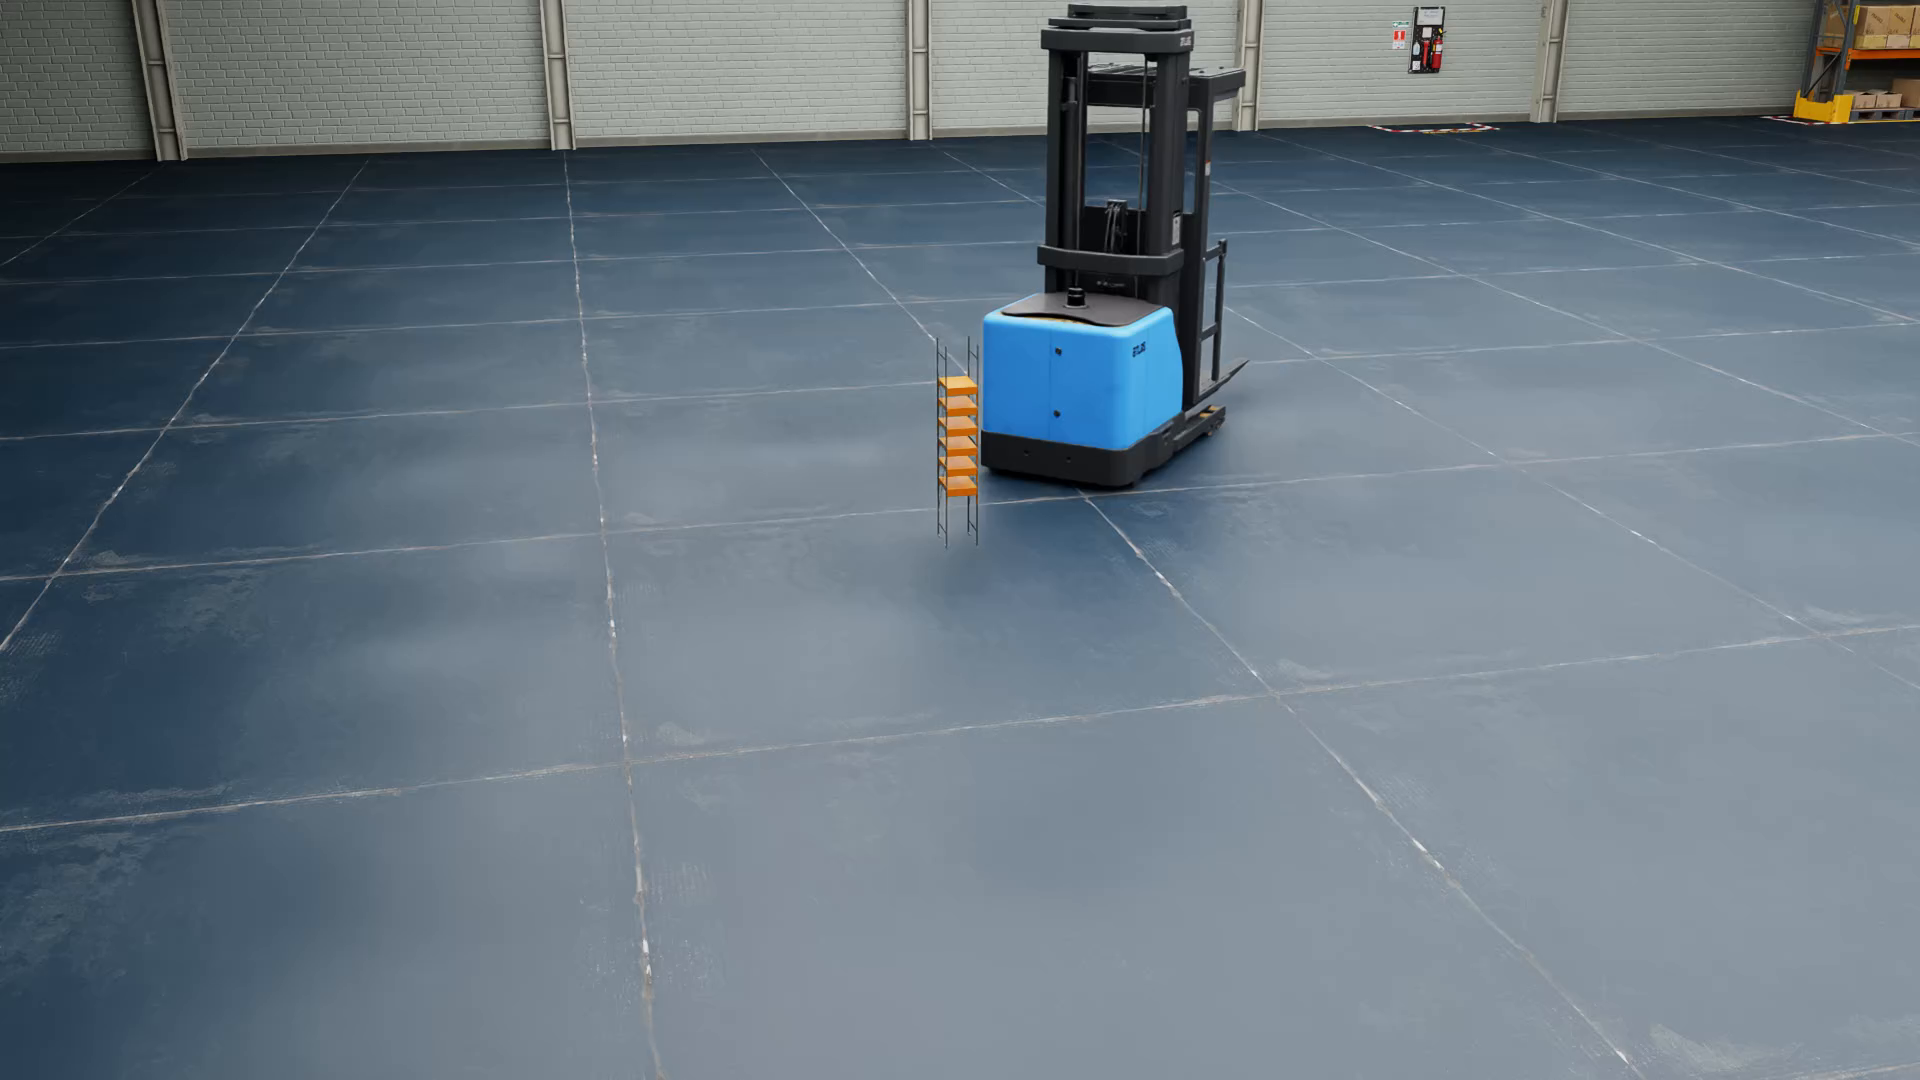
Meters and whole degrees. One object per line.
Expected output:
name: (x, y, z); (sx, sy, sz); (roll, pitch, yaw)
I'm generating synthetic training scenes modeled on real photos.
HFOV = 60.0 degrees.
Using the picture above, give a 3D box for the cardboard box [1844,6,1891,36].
cardboard box: (16.867, -9.651, 30.899); (0.500, 0.500, 0.500); (-5, 21, -12)

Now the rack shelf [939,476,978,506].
rack shelf: (-0.014, -0.295, 9.703); (0.180, 0.103, 0.258); (-5, 21, -12)

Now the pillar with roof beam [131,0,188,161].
pillar with roof beam: (-11.389, -8.769, 20.671); (0.400, 9.000, 9.100); (-5, 21, -12)

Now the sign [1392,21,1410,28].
sign: (8.007, -9.364, 30.194); (0.331, 0.109, 0.001); (-5, 21, -12)

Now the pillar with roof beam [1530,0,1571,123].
pillar with roof beam: (11.967, -10.669, 25.857); (0.400, 9.000, 9.100); (-5, 21, -12)

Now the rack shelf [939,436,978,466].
rack shelf: (-0.014, -0.521, 9.620); (0.180, 0.103, 0.258); (-5, 21, -12)

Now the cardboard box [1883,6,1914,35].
cardboard box: (17.350, -9.687, 30.997); (0.500, 0.500, 0.500); (-5, 21, -12)

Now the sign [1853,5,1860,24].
sign: (16.458, -9.648, 30.533); (0.005, 0.325, 0.100); (-5, 21, -12)

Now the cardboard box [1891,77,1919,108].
cardboard box: (18.307, -8.567, 31.835); (0.500, 0.500, 0.700); (-6, 21, -16)

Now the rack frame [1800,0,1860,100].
rack frame: (16.333, -9.423, 31.177); (0.127, 3.000, 1.000); (-5, 21, -12)

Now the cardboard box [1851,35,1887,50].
cardboard box: (16.881, -9.294, 31.015); (0.500, 0.250, 0.500); (-5, 21, -14)

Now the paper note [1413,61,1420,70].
paper note: (8.374, -8.706, 30.500); (0.142, 0.148, 0.016); (-5, 21, -12)

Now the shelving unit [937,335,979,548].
shelving unit: (-0.014, -0.562, 9.605); (0.189, 1.200, 0.258); (-5, 21, -12)

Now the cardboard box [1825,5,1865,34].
cardboard box: (16.743, -9.822, 31.367); (0.500, 0.500, 0.500); (-5, 21, -13)

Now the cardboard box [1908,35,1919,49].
cardboard box: (17.880, -9.378, 31.245); (0.500, 0.250, 0.500); (-5, 21, -13)

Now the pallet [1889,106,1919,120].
pallet: (18.391, -8.267, 32.077); (1.213, 0.211, 1.003); (-5, 21, -12)

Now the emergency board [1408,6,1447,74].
emergency board: (8.562, -9.110, 30.323); (0.643, 1.169, 0.194); (-5, 21, -12)

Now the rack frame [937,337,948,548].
rack frame: (-0.103, -0.555, 9.585); (0.006, 1.200, 0.240); (-5, 21, -12)

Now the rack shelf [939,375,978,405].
rack shelf: (-0.014, -0.859, 9.497); (0.180, 0.103, 0.258); (-5, 21, -12)

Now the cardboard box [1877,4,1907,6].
cardboard box: (17.737, -9.901, 31.582); (0.500, 0.500, 0.500); (-5, 21, -14)

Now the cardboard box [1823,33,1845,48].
cardboard box: (16.743, -9.464, 31.478); (0.500, 0.250, 0.500); (-4, 21, -12)

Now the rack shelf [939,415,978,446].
rack shelf: (-0.014, -0.633, 9.579); (0.180, 0.103, 0.258); (-5, 21, -12)

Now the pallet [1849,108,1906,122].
pallet: (17.206, -8.172, 31.817); (1.213, 0.211, 1.003); (-5, 21, -12)

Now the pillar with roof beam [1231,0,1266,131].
pillar with roof beam: (6.128, -10.194, 24.560); (0.400, 9.000, 9.100); (-5, 21, -12)

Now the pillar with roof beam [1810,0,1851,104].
pillar with roof beam: (17.806, -11.144, 27.153); (0.400, 9.000, 9.100); (-5, 21, -12)

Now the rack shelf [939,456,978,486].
rack shelf: (-0.014, -0.408, 9.662); (0.180, 0.103, 0.258); (-5, 21, -12)

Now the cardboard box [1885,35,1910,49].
cardboard box: (17.383, -9.340, 31.140); (0.500, 0.250, 0.500); (-5, 21, -14)

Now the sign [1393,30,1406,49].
sign: (8.001, -9.118, 30.292); (0.234, 0.329, 0.001); (-5, 21, -12)

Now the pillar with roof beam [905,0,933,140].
pillar with roof beam: (0.289, -9.719, 23.264); (0.400, 9.000, 9.100); (-5, 21, -12)

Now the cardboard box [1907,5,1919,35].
cardboard box: (17.854, -9.726, 31.103); (0.500, 0.500, 0.500); (-5, 21, -14)

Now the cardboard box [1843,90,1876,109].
cardboard box: (17.027, -8.392, 31.631); (0.500, 0.311, 0.500); (-7, 21, -19)

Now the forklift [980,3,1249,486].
forklift: (1.264, -2.180, 11.503); (1.130, 2.935, 3.031); (10, 22, 26)

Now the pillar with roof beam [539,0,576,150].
pillar with roof beam: (-5.550, -9.244, 21.968); (0.400, 9.000, 9.100); (-5, 21, -12)

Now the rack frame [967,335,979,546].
rack frame: (0.075, -0.569, 9.625); (0.006, 1.200, 0.240); (-5, 21, -12)

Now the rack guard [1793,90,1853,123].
rack guard: (16.407, -8.255, 31.624); (0.348, 0.500, 1.175); (-5, 21, -12)

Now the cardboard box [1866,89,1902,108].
cardboard box: (17.582, -8.437, 31.755); (0.500, 0.311, 0.500); (-3, 20, -8)

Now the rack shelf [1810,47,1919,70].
rack shelf: (18.279, -9.243, 31.733); (4.000, 0.370, 1.077); (-5, 21, -12)

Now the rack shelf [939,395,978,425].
rack shelf: (-0.014, -0.746, 9.538); (0.180, 0.103, 0.258); (-5, 21, -12)
